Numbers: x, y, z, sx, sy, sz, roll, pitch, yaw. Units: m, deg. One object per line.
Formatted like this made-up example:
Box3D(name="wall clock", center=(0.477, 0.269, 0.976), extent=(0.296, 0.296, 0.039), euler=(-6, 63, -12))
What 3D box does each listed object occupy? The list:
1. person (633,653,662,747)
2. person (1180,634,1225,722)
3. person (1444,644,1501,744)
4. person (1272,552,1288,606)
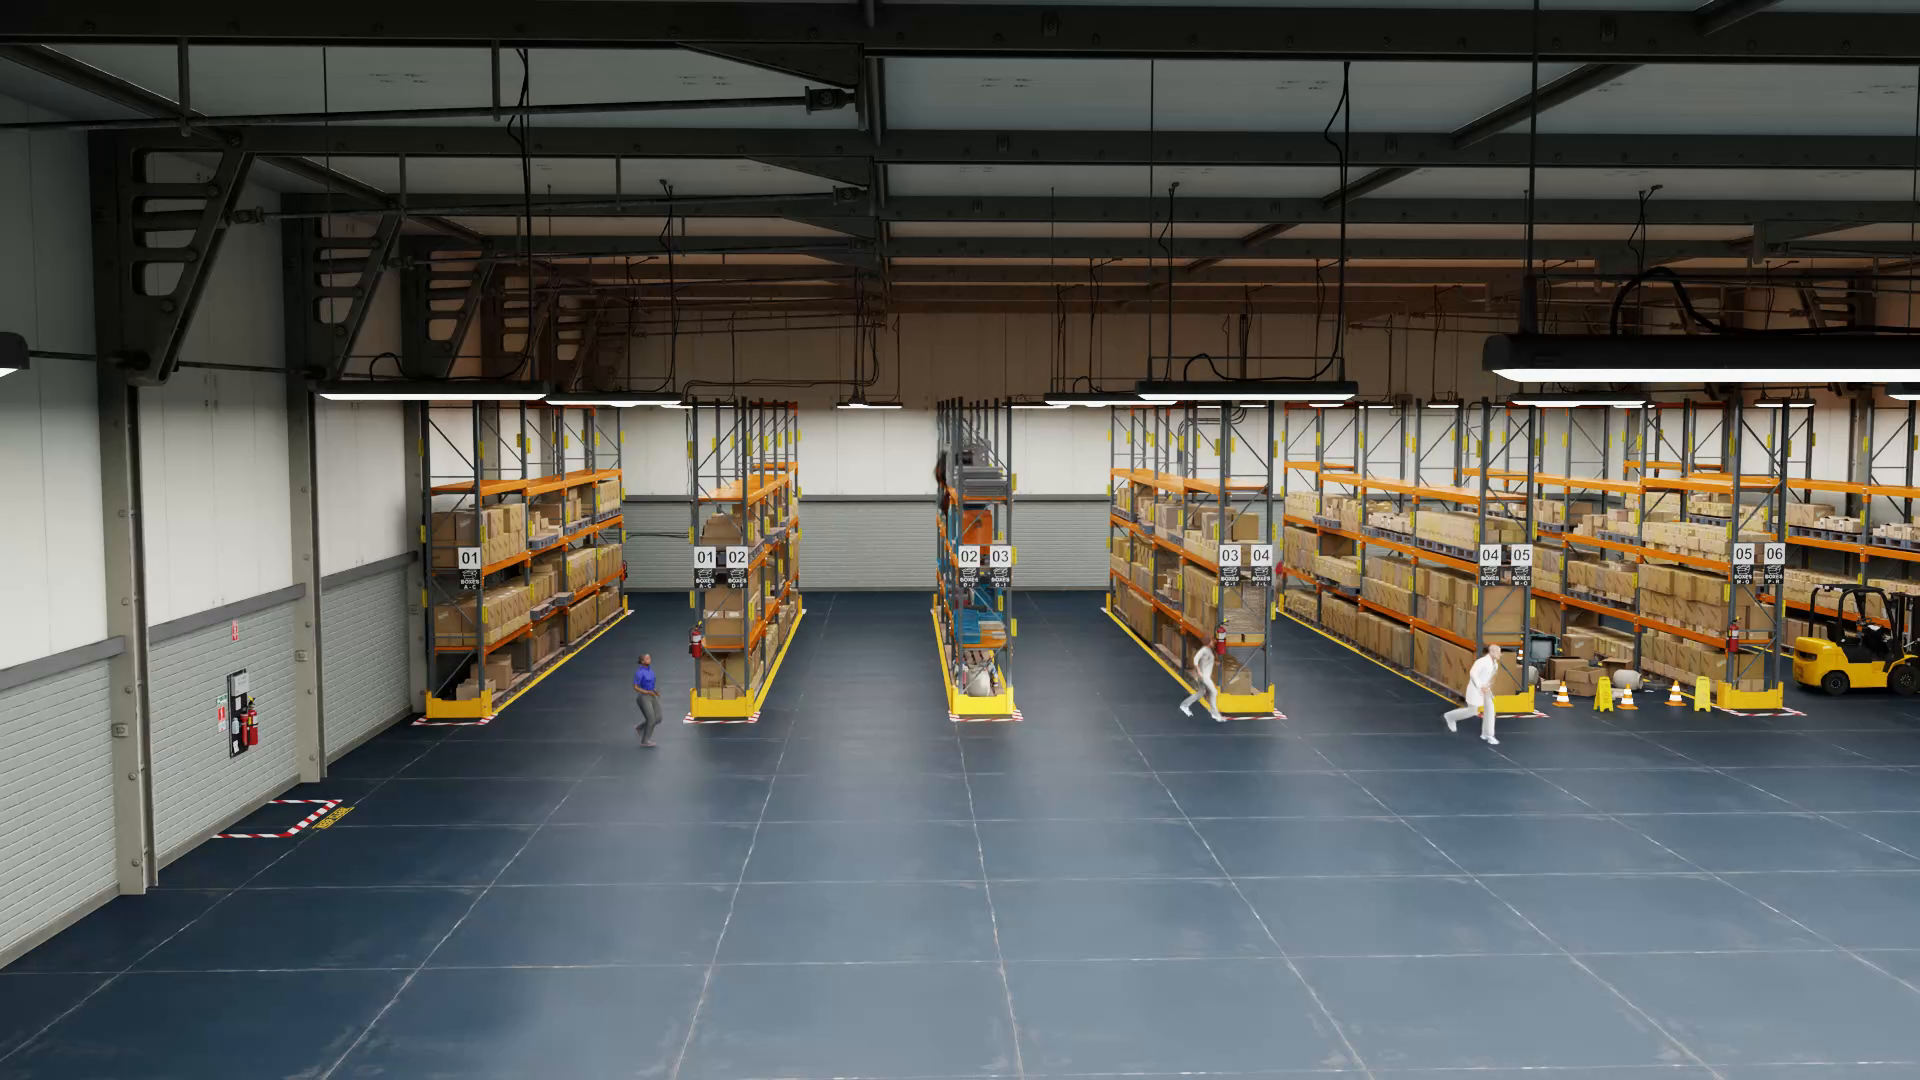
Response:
Box3D(name="person", center=(-5.359, 2.730, 28.431), extent=(0.580, 1.592, 0.572), euler=(1, 5, 18))
Box3D(name="person", center=(4.500, 2.550, 30.841), extent=(0.844, 1.612, 0.572), euler=(1, 4, 10))
Box3D(name="person", center=(8.960, 2.651, 29.005), extent=(1.051, 1.742, 0.734), euler=(3, 6, 38))
Box3D(name="person", center=(9.424, 1.123, 48.766), extent=(0.766, 1.666, 0.719), euler=(0, 4, -4))
